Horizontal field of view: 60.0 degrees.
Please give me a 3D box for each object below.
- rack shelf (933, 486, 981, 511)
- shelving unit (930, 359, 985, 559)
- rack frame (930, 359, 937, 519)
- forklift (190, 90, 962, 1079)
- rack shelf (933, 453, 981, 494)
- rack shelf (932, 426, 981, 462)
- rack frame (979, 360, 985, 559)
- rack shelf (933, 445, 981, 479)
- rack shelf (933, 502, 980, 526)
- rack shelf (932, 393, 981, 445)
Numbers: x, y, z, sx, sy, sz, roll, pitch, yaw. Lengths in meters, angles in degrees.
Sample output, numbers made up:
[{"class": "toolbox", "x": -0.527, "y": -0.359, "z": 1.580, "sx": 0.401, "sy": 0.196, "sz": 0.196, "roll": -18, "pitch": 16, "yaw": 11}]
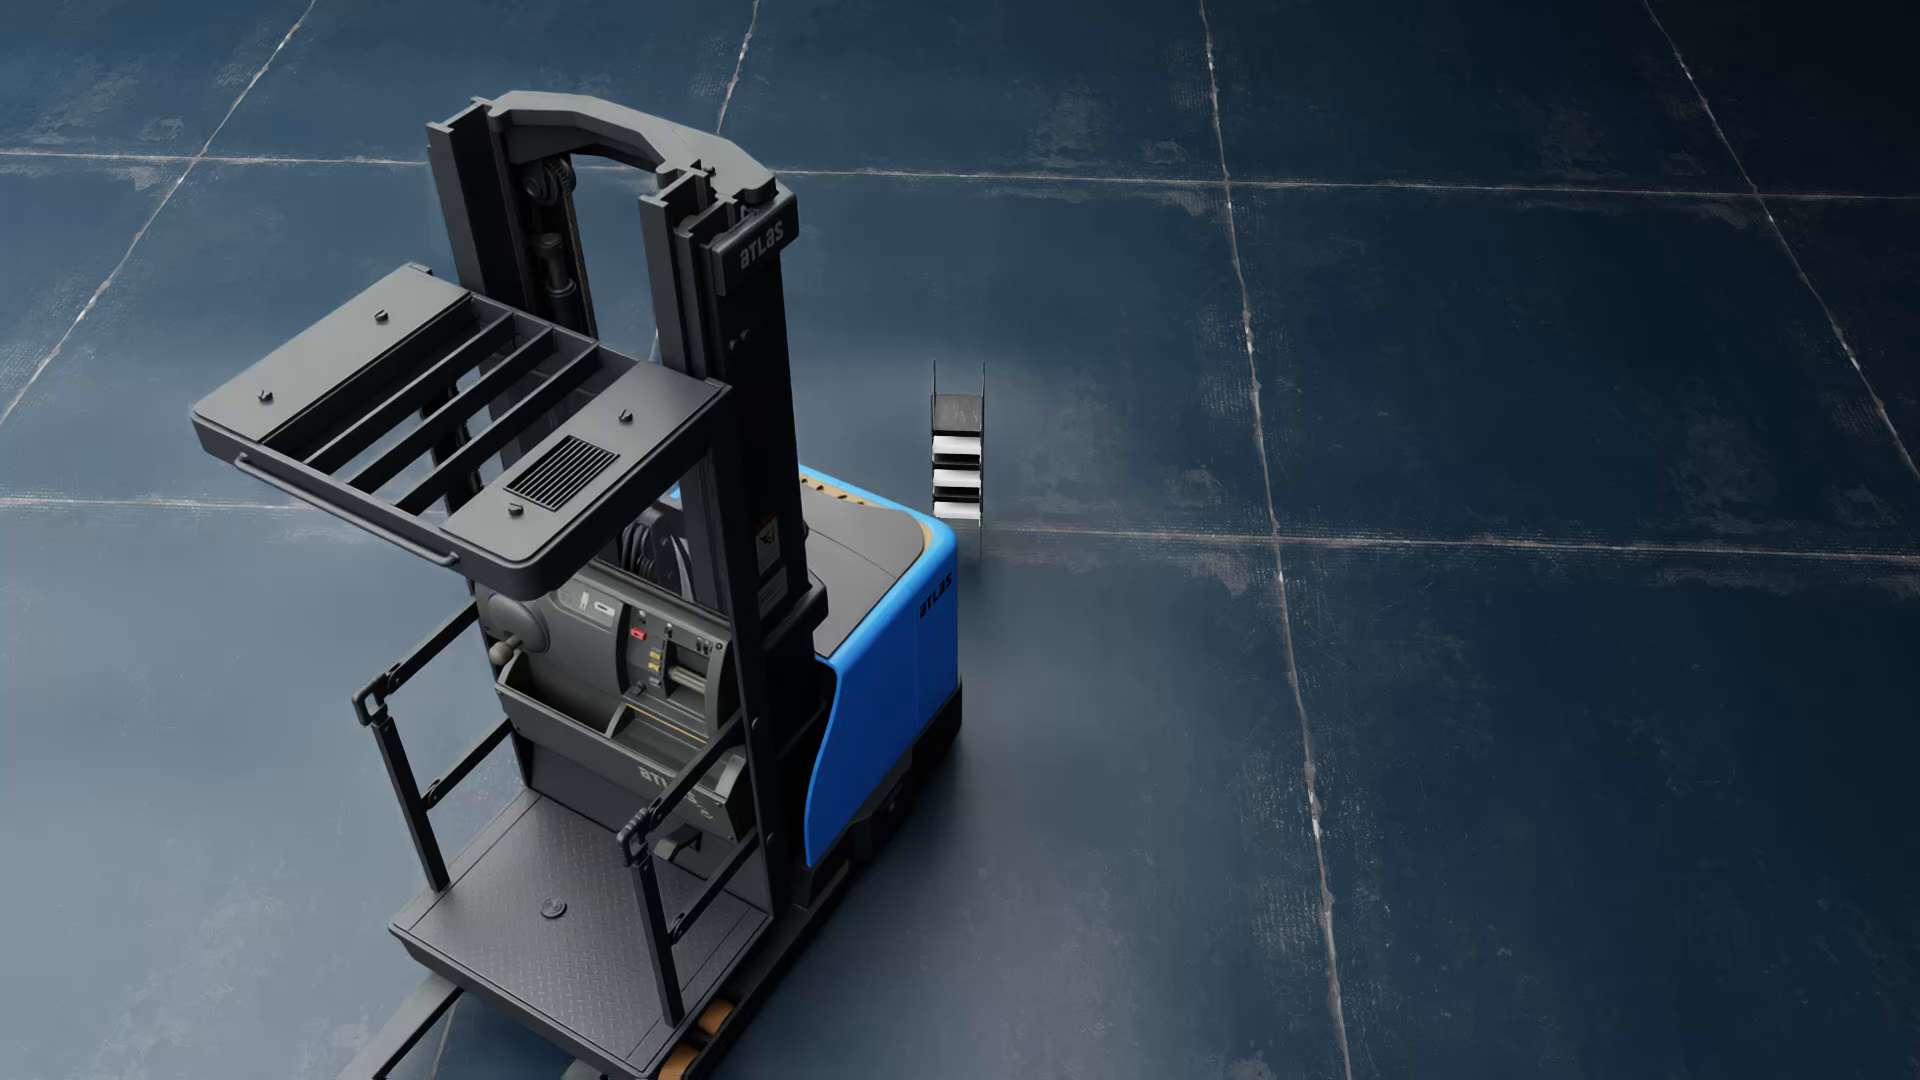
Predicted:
[{"class": "rack shelf", "x": -0.008, "y": -0.239, "z": 7.113, "sx": 0.200, "sy": 0.077, "sz": 0.258, "roll": 2, "pitch": 43, "yaw": 2}, {"class": "shelving unit", "x": -0.008, "y": -0.330, "z": 7.029, "sx": 0.210, "sy": 0.900, "sz": 0.258, "roll": 2, "pitch": 43, "yaw": 2}, {"class": "rack frame", "x": -0.110, "y": -0.333, "z": 7.032, "sx": 0.006, "sy": 0.900, "sz": 0.240, "roll": 2, "pitch": 43, "yaw": 2}, {"class": "forklift", "x": -1.180, "y": 0.363, "z": 4.795, "sx": 1.130, "sy": 2.935, "sz": 3.031, "roll": 22, "pitch": 47, "yaw": 22}, {"class": "rack shelf", "x": -0.008, "y": -0.305, "z": 7.052, "sx": 0.200, "sy": 0.077, "sz": 0.258, "roll": 2, "pitch": 43, "yaw": 2}, {"class": "rack shelf", "x": -0.008, "y": -0.437, "z": 6.929, "sx": 0.200, "sy": 0.077, "sz": 0.258, "roll": 2, "pitch": 43, "yaw": 2}, {"class": "rack frame", "x": 0.093, "y": -0.326, "z": 7.026, "sx": 0.006, "sy": 0.900, "sz": 0.240, "roll": 2, "pitch": 43, "yaw": 2}, {"class": "rack shelf", "x": -0.008, "y": -0.371, "z": 6.990, "sx": 0.200, "sy": 0.077, "sz": 0.258, "roll": 2, "pitch": 43, "yaw": 2}, {"class": "rack shelf", "x": -0.008, "y": -0.173, "z": 7.174, "sx": 0.200, "sy": 0.077, "sz": 0.258, "roll": 2, "pitch": 43, "yaw": 2}, {"class": "rack shelf", "x": -0.008, "y": -0.503, "z": 6.868, "sx": 0.200, "sy": 0.077, "sz": 0.258, "roll": 2, "pitch": 43, "yaw": 2}]
